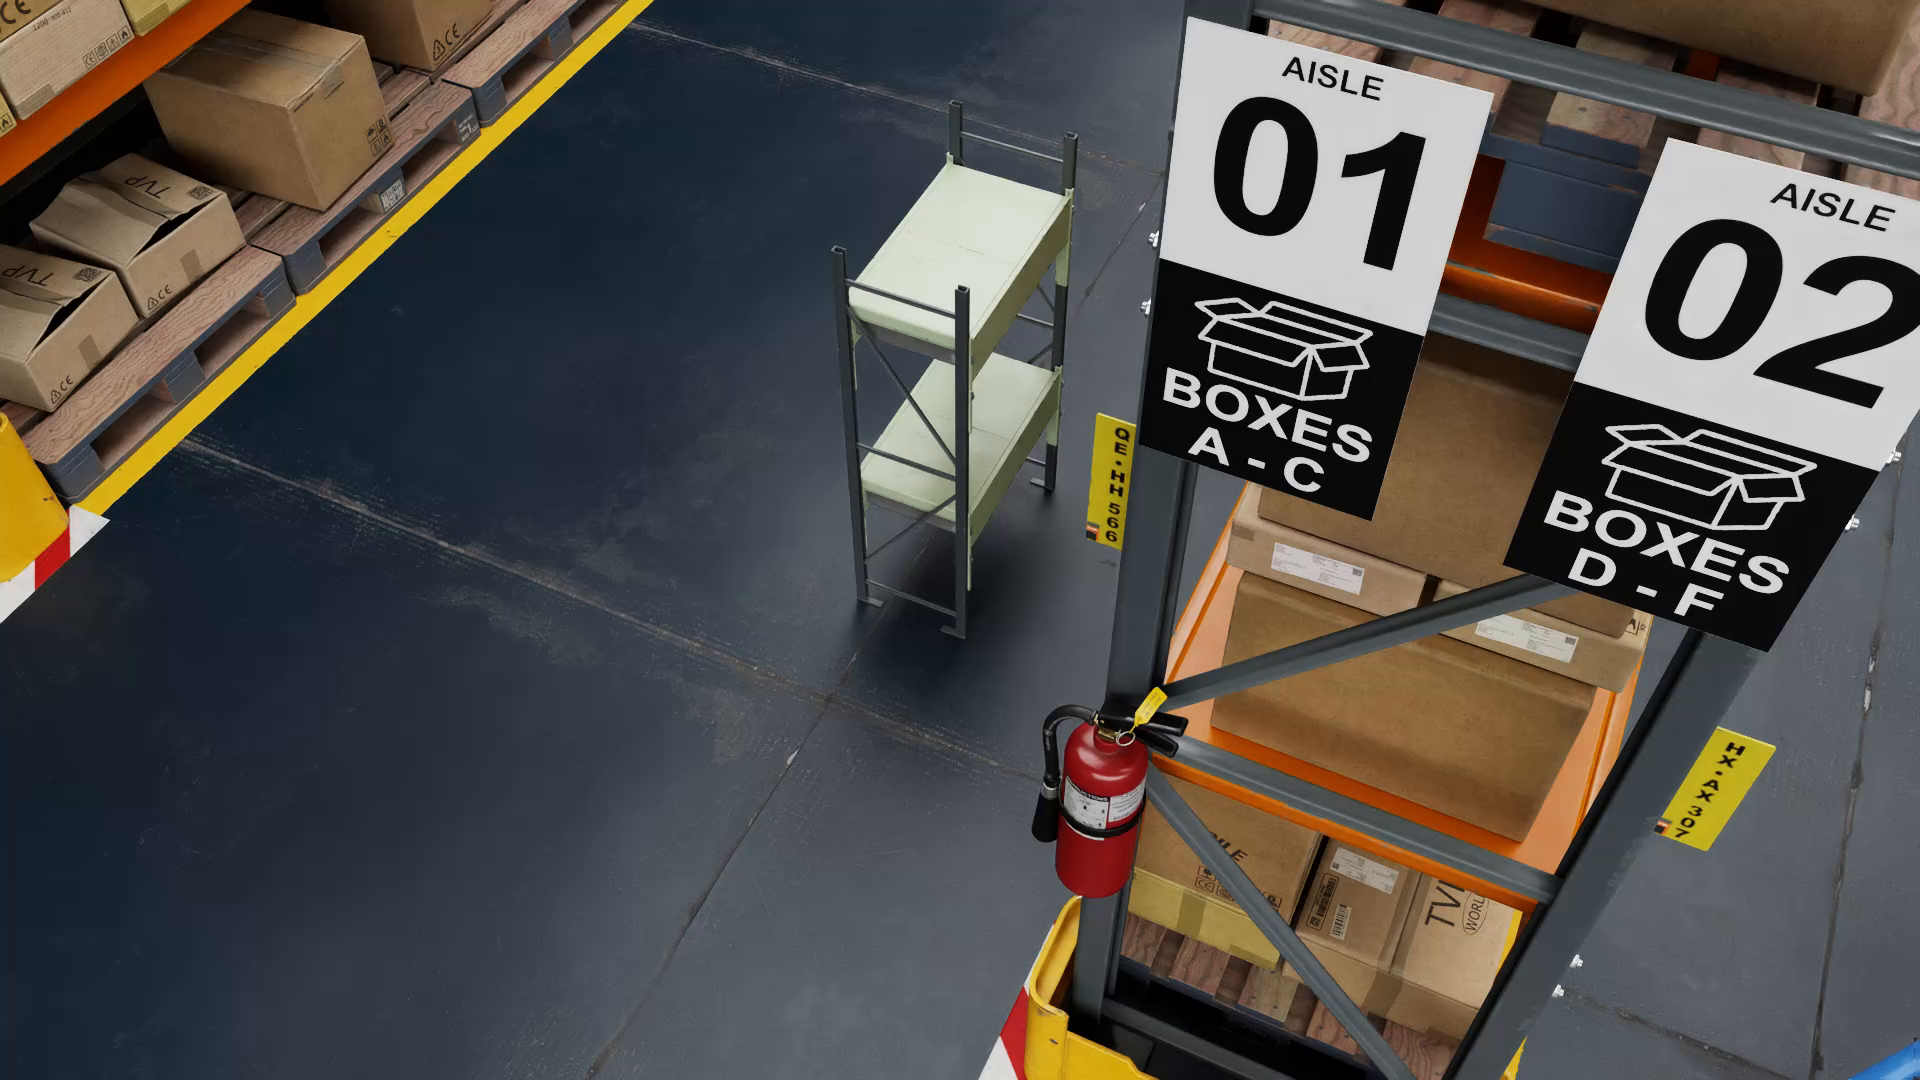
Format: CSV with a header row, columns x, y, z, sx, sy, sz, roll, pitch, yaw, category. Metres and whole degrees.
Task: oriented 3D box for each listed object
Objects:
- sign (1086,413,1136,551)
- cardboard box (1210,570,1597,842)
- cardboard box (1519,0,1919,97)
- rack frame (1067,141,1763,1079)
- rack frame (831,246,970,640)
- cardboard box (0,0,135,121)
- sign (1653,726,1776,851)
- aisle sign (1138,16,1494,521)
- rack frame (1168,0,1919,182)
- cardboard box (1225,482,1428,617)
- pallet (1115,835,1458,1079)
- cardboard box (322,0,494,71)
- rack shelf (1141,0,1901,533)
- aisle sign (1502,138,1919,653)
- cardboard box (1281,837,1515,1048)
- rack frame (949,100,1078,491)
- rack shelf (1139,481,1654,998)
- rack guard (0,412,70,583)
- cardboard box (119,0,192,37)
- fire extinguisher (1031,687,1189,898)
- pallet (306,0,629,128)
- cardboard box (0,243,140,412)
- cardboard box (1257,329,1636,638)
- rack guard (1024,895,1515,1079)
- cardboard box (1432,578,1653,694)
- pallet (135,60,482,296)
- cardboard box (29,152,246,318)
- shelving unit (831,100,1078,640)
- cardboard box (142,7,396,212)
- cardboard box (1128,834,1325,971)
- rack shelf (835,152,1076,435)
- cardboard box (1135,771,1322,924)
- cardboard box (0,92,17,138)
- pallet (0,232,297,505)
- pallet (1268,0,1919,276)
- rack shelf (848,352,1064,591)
x,y,z,sx,sy,sz,roll,pitch,yaw,category
0.279,-0.095,2.945,0.100,0.325,0.005,20,52,16,sign
0.974,0.194,3.550,0.700,0.500,0.500,20,52,16,cardboard box
1.013,-1.038,2.259,0.797,0.503,0.637,23,53,18,cardboard box
0.763,0.544,3.318,1.000,3.000,0.127,20,52,16,rack frame
-0.159,-0.229,4.960,0.400,1.500,0.023,20,52,16,rack frame
-3.013,-1.618,5.243,0.500,0.250,0.500,18,52,15,cardboard box
1.263,0.422,2.801,0.100,0.325,0.005,20,52,16,sign
0.470,-0.349,2.371,0.394,0.787,0.004,20,52,16,aisle sign
0.763,-1.401,1.033,1.000,3.000,0.127,20,52,16,rack frame
0.754,-0.024,3.309,0.380,0.149,0.250,19,52,15,cardboard box
1.052,0.907,4.840,1.003,0.211,1.213,20,52,16,pallet
-2.415,-2.425,7.196,0.500,0.500,0.500,16,52,13,cardboard box
1.618,-1.573,3.621,1.077,0.370,4.000,20,52,16,rack shelf
1.012,-0.154,2.205,0.394,0.787,0.004,20,52,16,aisle sign
1.194,1.002,4.458,0.500,0.250,0.500,20,52,16,cardboard box
0.154,-0.733,5.389,0.400,1.500,0.023,20,52,16,rack frame
1.618,-0.600,4.764,1.077,0.370,4.000,20,52,16,rack shelf
-3.685,-0.308,5.684,1.175,0.500,0.348,20,52,16,rack guard
-2.790,-1.967,5.540,0.500,0.250,0.500,19,52,16,cardboard box
0.293,0.499,3.407,0.296,0.674,0.183,20,52,16,fire extinguisher
-2.263,-2.442,7.690,1.003,0.211,1.213,20,52,16,pallet
-3.340,-0.784,5.924,0.500,0.311,0.500,14,51,12,cardboard box
0.997,-0.263,3.087,0.700,0.500,0.500,20,52,16,cardboard box
0.753,1.370,4.256,1.175,0.500,0.348,20,52,16,rack guard
1.126,0.101,3.203,0.380,0.149,0.250,19,52,16,cardboard box
-2.783,-1.599,6.972,1.003,0.211,1.213,20,52,16,pallet
-3.097,-1.177,6.258,0.500,0.311,0.500,24,54,19,cardboard box
-0.003,-0.481,5.175,0.431,1.500,0.755,20,52,16,shelving unit
-2.738,-1.727,6.602,0.700,0.500,0.500,17,52,14,cardboard box
0.725,0.833,4.601,0.500,0.250,0.500,20,52,16,cardboard box
-0.003,-0.734,4.878,0.431,0.370,0.720,20,52,16,rack shelf
0.723,0.589,4.316,0.500,0.500,0.500,20,52,16,cardboard box
-3.222,-1.256,4.935,0.500,0.250,0.500,18,52,15,cardboard box
-3.306,-0.762,6.260,1.003,0.211,1.213,20,52,16,pallet
1.089,-0.878,2.616,1.003,0.211,1.213,20,52,16,pallet
-0.003,-0.270,5.423,0.431,0.370,0.720,20,52,16,rack shelf
